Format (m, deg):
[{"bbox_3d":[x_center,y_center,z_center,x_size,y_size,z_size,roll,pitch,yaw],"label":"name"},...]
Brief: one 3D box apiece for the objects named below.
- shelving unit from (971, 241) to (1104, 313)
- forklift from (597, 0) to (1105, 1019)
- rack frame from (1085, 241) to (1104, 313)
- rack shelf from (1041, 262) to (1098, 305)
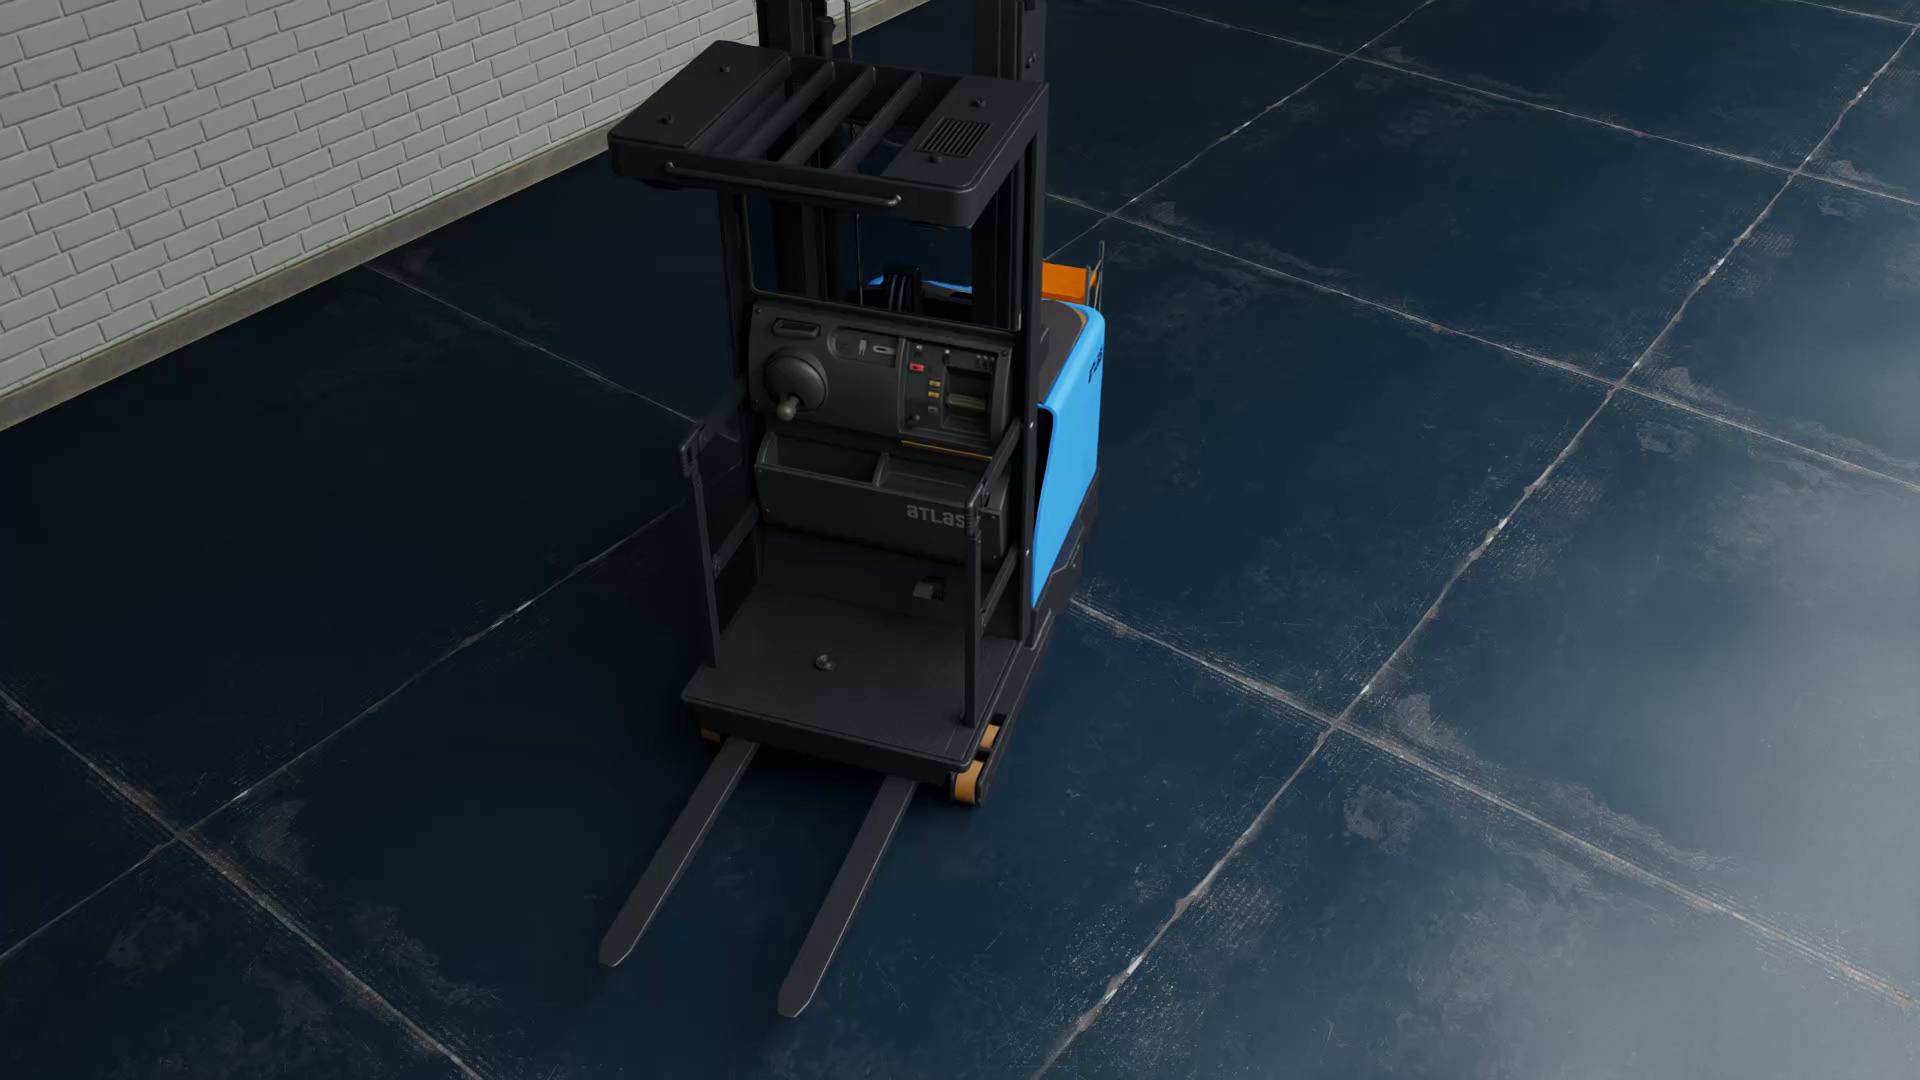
[{"bbox_3d":[0.321,-0.743,7.225,0.503,1.200,0.258,11,39,14],"label":"shelving unit"},{"bbox_3d":[-0.345,-0.480,5.485,1.130,2.935,3.031,11,39,14],"label":"forklift"},{"bbox_3d":[0.553,-0.696,7.165,0.015,1.200,0.240,11,39,14],"label":"rack frame"},{"bbox_3d":[0.321,-1.053,6.984,0.480,0.148,0.258,11,39,14],"label":"rack shelf"}]
